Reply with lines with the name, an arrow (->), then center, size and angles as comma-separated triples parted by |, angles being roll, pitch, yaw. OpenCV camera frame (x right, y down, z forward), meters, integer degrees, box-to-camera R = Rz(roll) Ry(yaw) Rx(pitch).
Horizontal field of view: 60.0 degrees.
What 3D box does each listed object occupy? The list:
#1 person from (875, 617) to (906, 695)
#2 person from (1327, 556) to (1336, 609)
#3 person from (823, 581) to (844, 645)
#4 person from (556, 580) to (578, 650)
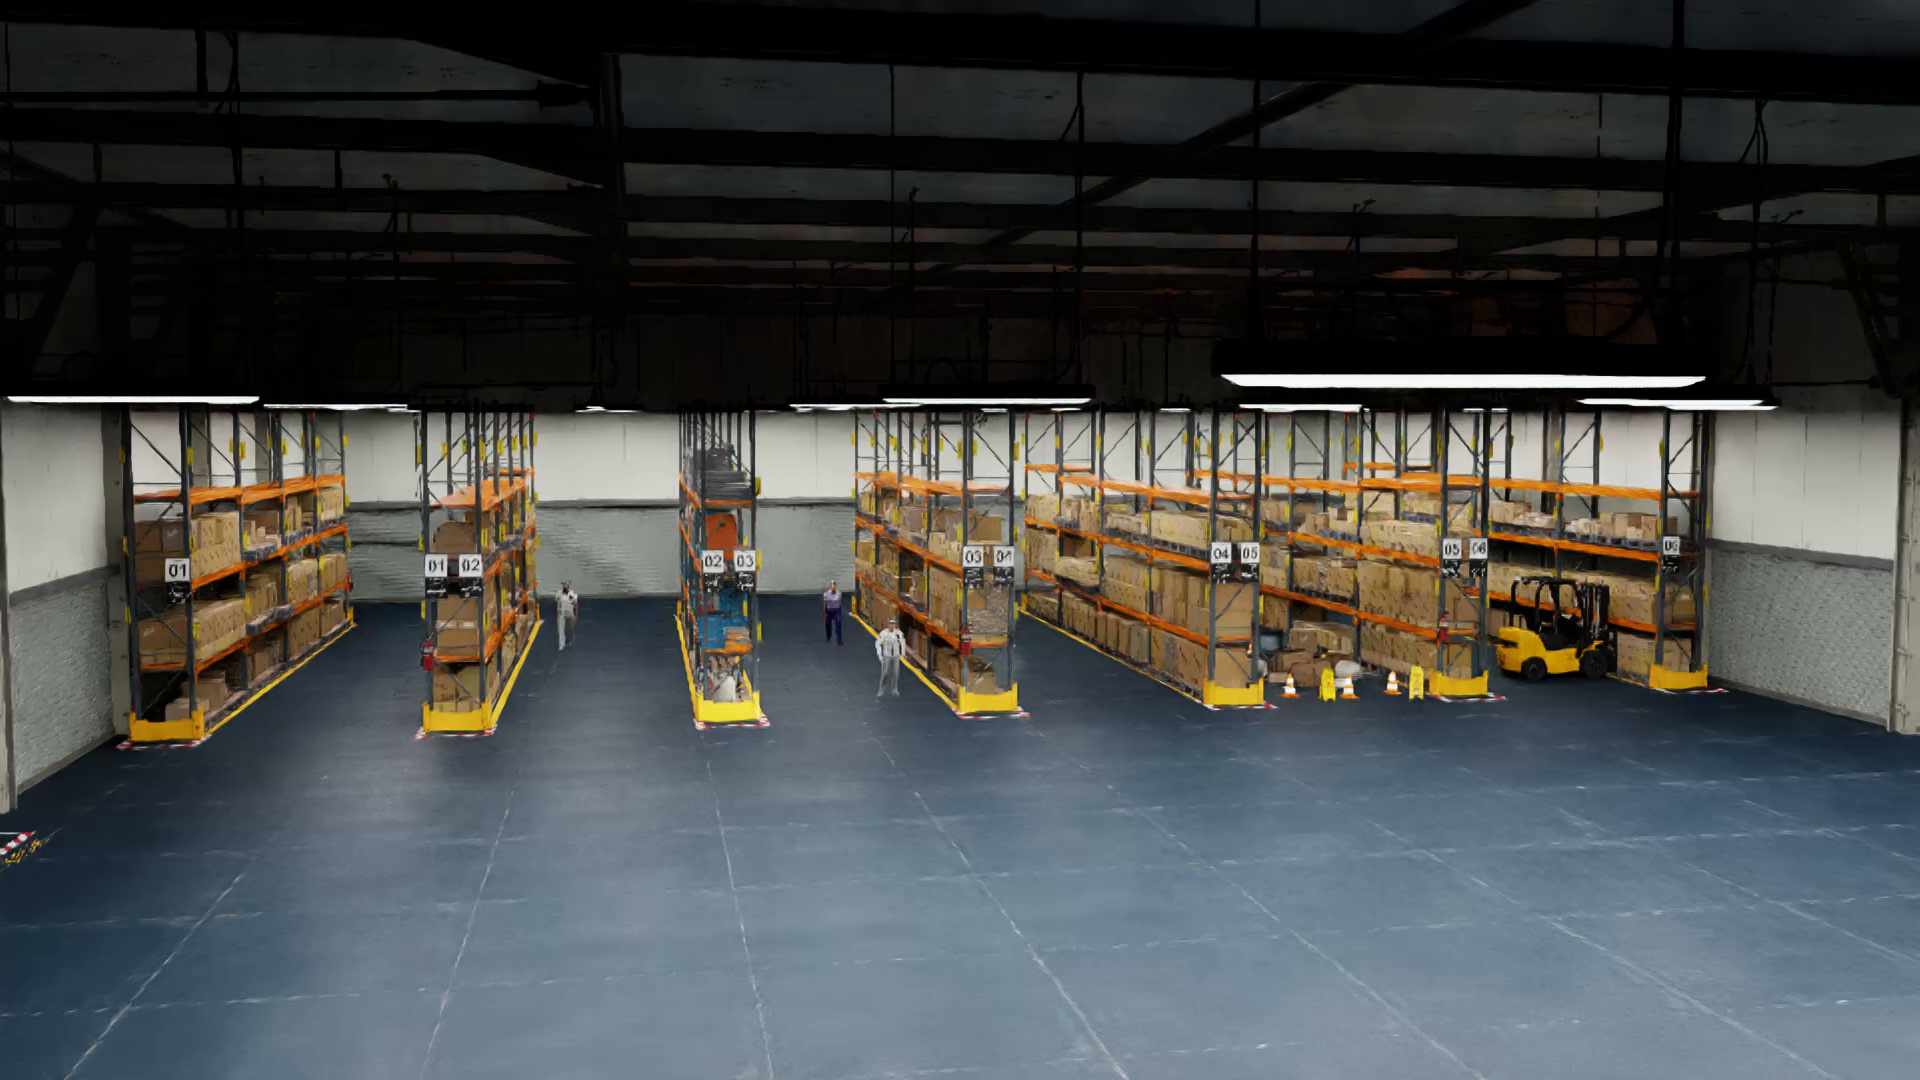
person -> -1.408, 2.364, 33.906 | 0.639, 1.620, 0.506 | -1, 4, -13
person -> 10.909, 1.261, 48.442 | 0.476, 1.585, 0.588 | -1, 4, -9
person -> -3.179, 1.799, 41.467 | 0.479, 1.567, 1.090 | -1, 4, -9
person -> -9.592, 1.807, 40.588 | 0.540, 1.676, 1.130 | -1, 4, -13
